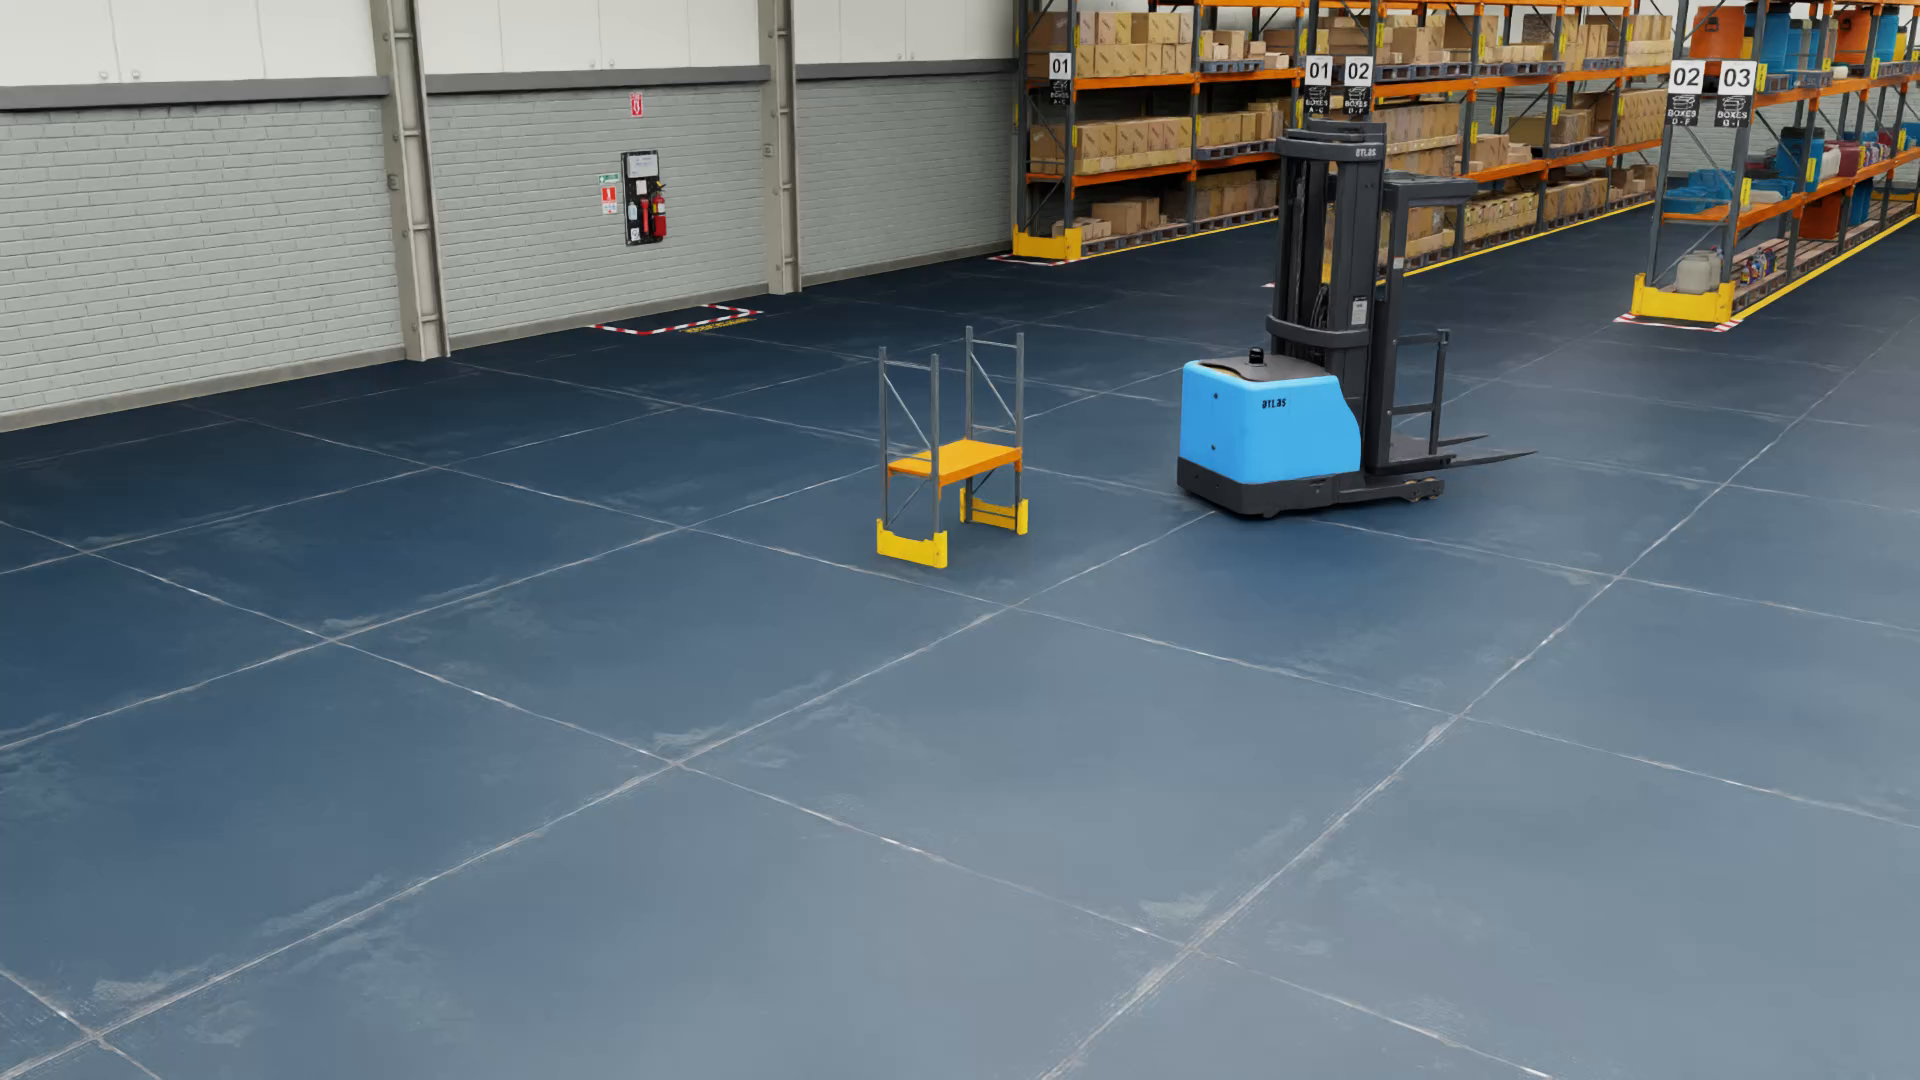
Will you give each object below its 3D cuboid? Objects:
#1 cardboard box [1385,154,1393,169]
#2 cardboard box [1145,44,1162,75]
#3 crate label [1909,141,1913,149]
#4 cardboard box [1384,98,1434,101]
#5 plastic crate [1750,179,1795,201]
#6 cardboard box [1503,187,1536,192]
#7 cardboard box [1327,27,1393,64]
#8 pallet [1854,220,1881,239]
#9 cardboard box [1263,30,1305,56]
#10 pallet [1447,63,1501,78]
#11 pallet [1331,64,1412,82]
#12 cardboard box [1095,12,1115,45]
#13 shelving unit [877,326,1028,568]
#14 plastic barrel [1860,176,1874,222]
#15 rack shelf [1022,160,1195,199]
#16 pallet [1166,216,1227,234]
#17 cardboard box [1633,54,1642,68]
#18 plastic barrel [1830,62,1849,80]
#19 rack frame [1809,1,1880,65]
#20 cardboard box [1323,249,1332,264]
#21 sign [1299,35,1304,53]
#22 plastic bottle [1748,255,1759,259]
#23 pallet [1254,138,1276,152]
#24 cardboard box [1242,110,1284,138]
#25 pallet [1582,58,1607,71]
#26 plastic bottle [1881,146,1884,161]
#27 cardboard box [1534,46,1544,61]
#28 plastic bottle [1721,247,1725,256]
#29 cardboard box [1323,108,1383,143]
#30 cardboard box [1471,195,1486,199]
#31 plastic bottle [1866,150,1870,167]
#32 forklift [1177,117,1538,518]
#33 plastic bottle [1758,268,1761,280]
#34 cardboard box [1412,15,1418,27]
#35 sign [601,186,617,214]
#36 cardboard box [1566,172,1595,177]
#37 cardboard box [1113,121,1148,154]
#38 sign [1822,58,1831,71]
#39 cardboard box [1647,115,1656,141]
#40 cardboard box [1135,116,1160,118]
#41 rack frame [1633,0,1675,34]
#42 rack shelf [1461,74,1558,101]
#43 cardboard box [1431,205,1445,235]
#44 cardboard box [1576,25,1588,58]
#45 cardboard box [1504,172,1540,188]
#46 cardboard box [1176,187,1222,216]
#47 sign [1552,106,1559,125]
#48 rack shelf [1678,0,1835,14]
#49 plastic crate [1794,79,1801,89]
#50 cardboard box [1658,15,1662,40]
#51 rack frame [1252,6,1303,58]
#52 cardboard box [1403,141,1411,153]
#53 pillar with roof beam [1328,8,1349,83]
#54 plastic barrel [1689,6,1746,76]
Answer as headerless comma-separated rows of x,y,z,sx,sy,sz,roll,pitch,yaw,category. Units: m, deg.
5.948,-5.458,24.592,0.700,0.500,0.500,13,22,36,cardboard box
3.040,-8.071,27.917,0.500,0.500,0.500,11,21,33,cardboard box
18.189,-7.649,32.161,0.396,0.136,0.243,12,21,35,crate label
10.183,-9.705,37.933,0.980,0.700,0.700,12,21,34,cardboard box
11.268,-4.869,23.116,0.499,0.251,0.616,12,21,35,plastic crate
10.486,-6.361,31.143,0.500,0.500,0.500,13,22,37,cardboard box
5.696,-7.061,23.746,0.797,0.503,0.637,14,22,38,cardboard box
15.983,-5.649,30.079,1.003,0.211,1.213,12,21,35,pallet
6.374,-9.769,32.675,0.700,0.500,0.500,11,20,30,cardboard box
8.249,-7.681,27.186,0.805,0.209,1.217,11,21,33,pallet
5.793,-6.729,23.947,1.003,0.211,1.213,12,21,35,pallet
2.134,-8.176,26.569,0.500,0.500,0.500,12,21,34,cardboard box
-0.045,-0.698,11.963,0.587,1.500,1.083,12,21,35,shelving unit
16.138,-6.229,30.075,0.600,0.901,0.708,12,21,35,plastic barrel
2.562,-6.182,28.307,1.077,0.370,4.000,12,21,35,rack shelf
4.216,-5.856,30.746,1.003,0.211,1.213,12,21,35,pallet
13.290,-9.585,33.245,0.500,0.250,0.500,12,21,35,cardboard box
13.523,-7.227,25.633,0.301,0.262,0.301,0,17,0,plastic barrel
14.093,-9.069,26.276,1.000,3.000,0.127,12,21,35,rack frame
5.433,-4.243,24.776,0.500,0.250,0.500,12,21,35,cardboard box
6.571,-9.538,31.971,0.100,0.325,0.005,12,21,35,sign
11.309,-3.931,23.696,0.152,0.276,0.135,12,21,35,plastic bottle
5.797,-7.675,32.224,1.213,0.211,1.003,12,21,35,pallet
5.865,-8.099,32.356,0.700,0.500,0.500,10,20,28,cardboard box
11.440,-8.986,31.380,1.213,0.211,1.003,12,21,35,pallet
16.283,-6.860,29.485,0.152,0.276,0.135,12,21,35,plastic bottle
9.892,-8.524,29.122,0.500,0.250,0.500,11,20,31,cardboard box
11.011,-4.052,23.960,0.144,0.351,0.185,12,21,35,plastic bottle
5.670,-5.964,24.035,0.700,0.500,0.500,13,21,35,cardboard box
8.957,-5.915,29.217,0.500,0.311,0.500,12,21,33,cardboard box
15.437,-6.521,28.395,0.152,0.276,0.135,12,21,35,plastic bottle
3.315,-1.839,13.222,3.031,2.935,1.130,-8,19,-23,forklift
11.102,-3.727,23.166,0.097,0.201,0.097,0,17,0,plastic bottle
9.761,-11.237,36.427,0.500,0.500,0.500,13,21,35,cardboard box
-4.398,-4.262,20.850,0.001,0.329,0.234,12,21,35,sign
12.612,-7.235,33.959,0.500,0.500,0.500,12,21,35,cardboard box
2.809,-6.769,27.939,0.500,0.500,0.500,13,22,36,cardboard box
12.145,-6.589,23.330,0.100,0.325,0.005,12,21,35,sign
14.228,-8.637,34.830,0.500,0.500,0.500,13,21,35,cardboard box
3.305,-7.223,29.401,0.500,0.500,0.500,12,21,33,cardboard box
14.884,-11.851,35.233,1.000,3.000,0.127,12,21,35,rack frame
8.925,-7.693,28.115,1.077,0.370,4.000,12,21,35,rack shelf
7.326,-5.107,26.296,0.500,0.500,0.500,12,21,35,cardboard box
11.349,-9.337,31.149,0.600,0.600,0.600,11,21,33,cardboard box
10.516,-6.733,31.077,0.500,0.250,0.500,13,22,37,cardboard box
4.446,-6.329,31.039,0.700,0.500,0.500,12,21,34,cardboard box
10.565,-7.536,29.502,0.100,0.325,0.005,12,21,35,sign
10.518,-7.106,21.840,1.077,0.370,4.000,12,21,35,rack shelf
11.078,-6.105,22.230,0.243,0.136,0.396,12,21,35,plastic crate
14.225,-10.714,34.776,0.700,0.500,0.500,12,21,35,cardboard box
6.137,-10.820,31.913,1.000,3.000,0.127,12,21,35,rack frame
6.523,-5.895,24.907,0.380,0.149,0.250,12,21,34,cardboard box
11.700,-11.332,33.560,9.100,9.000,0.400,12,21,35,pillar with roof beam
9.514,-6.275,20.904,0.600,0.830,0.708,12,21,35,plastic barrel
